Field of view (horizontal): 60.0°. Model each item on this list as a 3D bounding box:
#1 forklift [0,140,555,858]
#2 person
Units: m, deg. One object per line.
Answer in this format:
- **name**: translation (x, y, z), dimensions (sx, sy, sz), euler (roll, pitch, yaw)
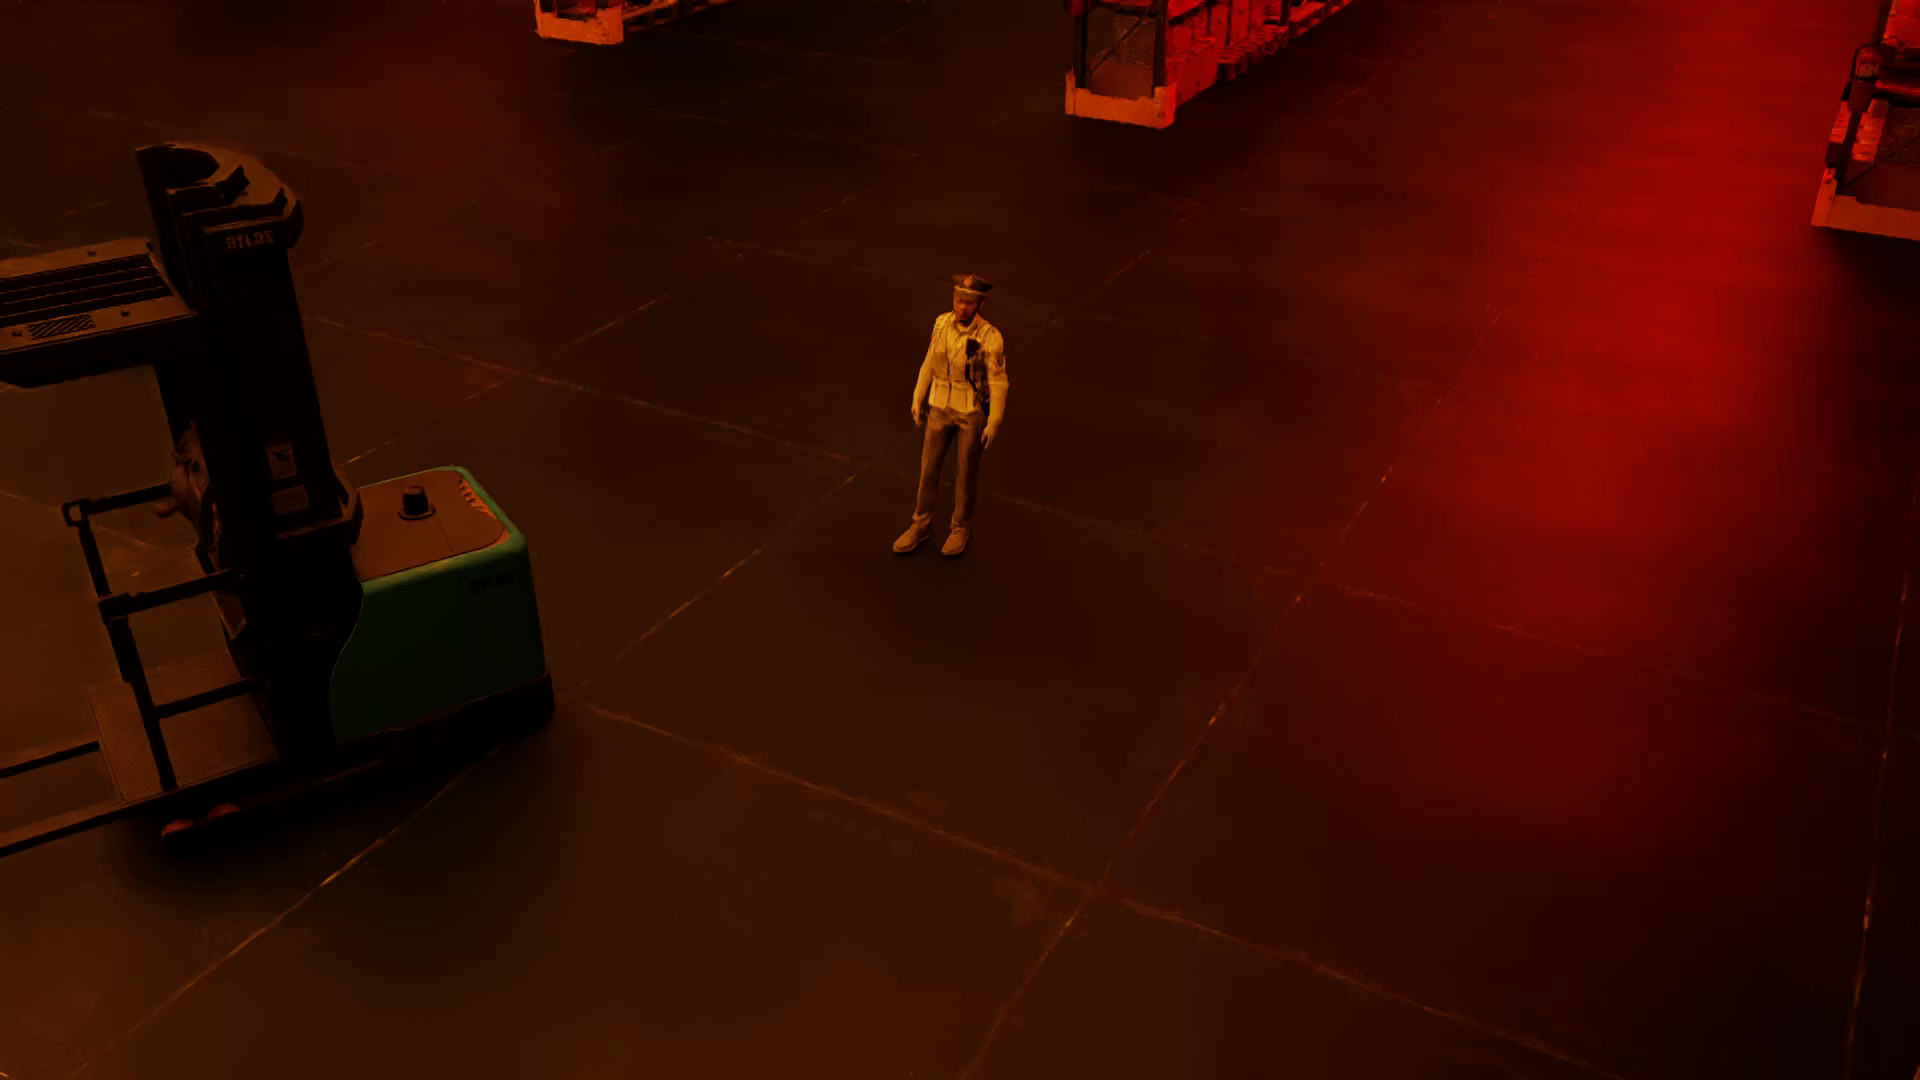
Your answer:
- **forklift**: translation (-3.557, -0.143, 7.319), dimensions (3.031, 2.935, 1.130), euler (-18, 35, -28)
- **person**: translation (-0.039, -0.712, 9.527), dimensions (0.586, 1.695, 0.533), euler (15, 33, 25)
